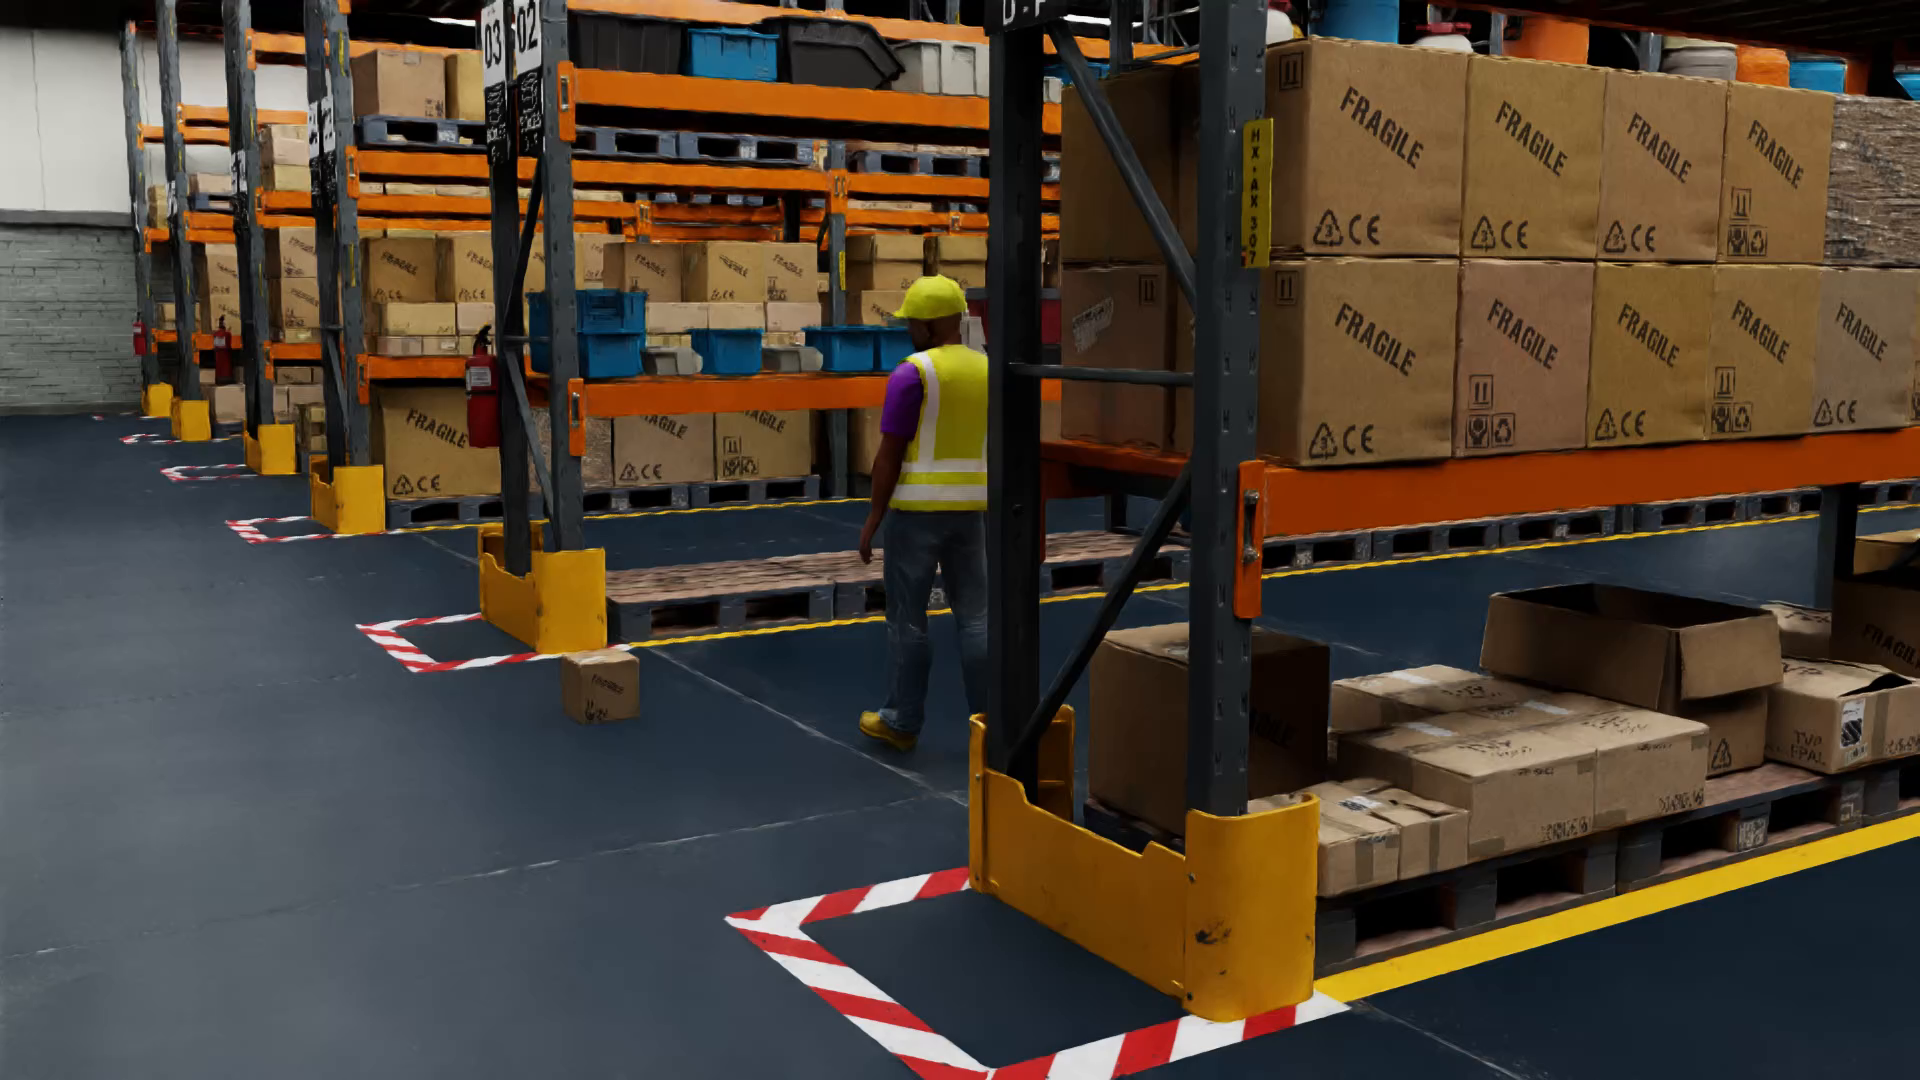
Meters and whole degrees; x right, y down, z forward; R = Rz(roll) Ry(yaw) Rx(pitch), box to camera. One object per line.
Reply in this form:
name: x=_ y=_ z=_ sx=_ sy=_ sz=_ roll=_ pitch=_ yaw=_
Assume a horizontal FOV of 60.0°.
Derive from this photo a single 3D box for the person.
person: x=5.210 y=-0.792 z=11.118 sx=15.002 sy=1.768 sz=2.345 roll=-6 pitch=10 yaw=-35
